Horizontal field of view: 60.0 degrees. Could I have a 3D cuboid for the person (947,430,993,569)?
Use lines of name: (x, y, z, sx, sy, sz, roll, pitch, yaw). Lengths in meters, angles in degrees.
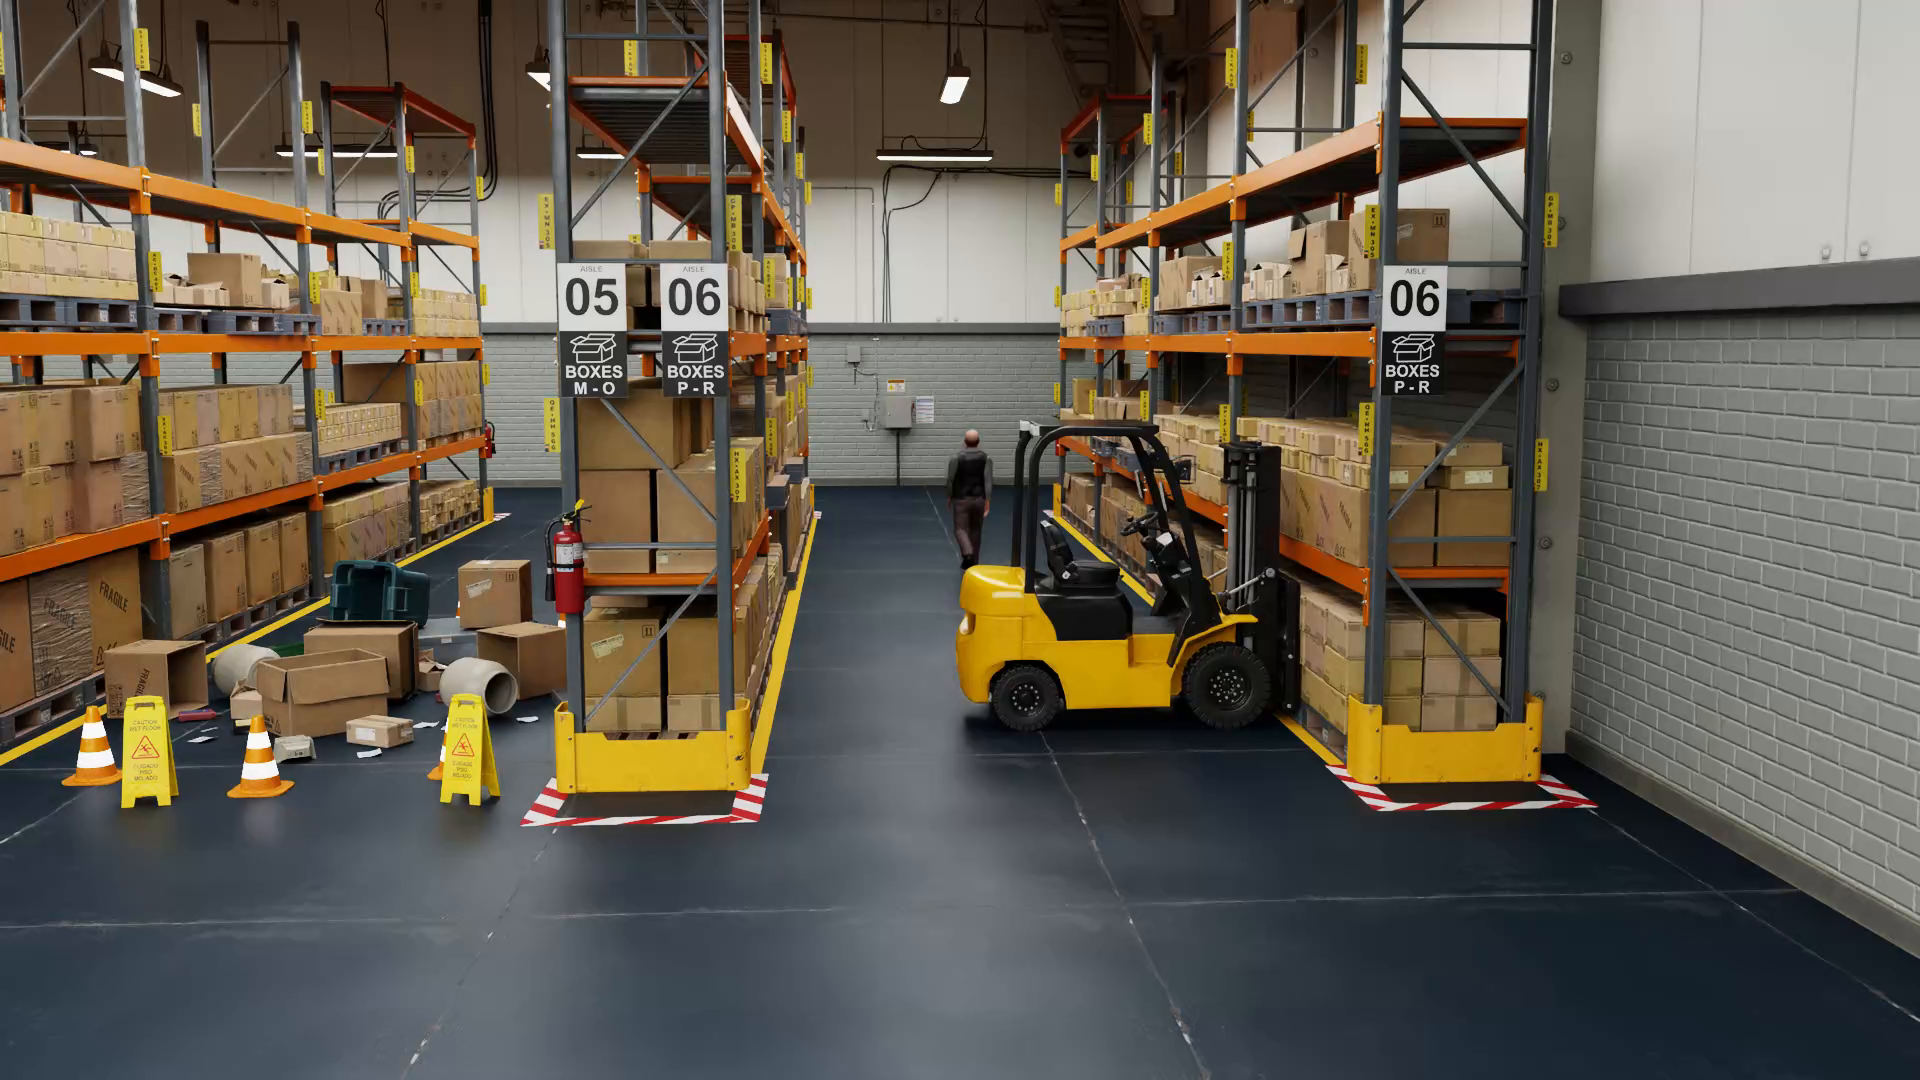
person: (0.110, -0.464, 19.739, 0.535, 1.690, 0.913, -1, 7, -12)
